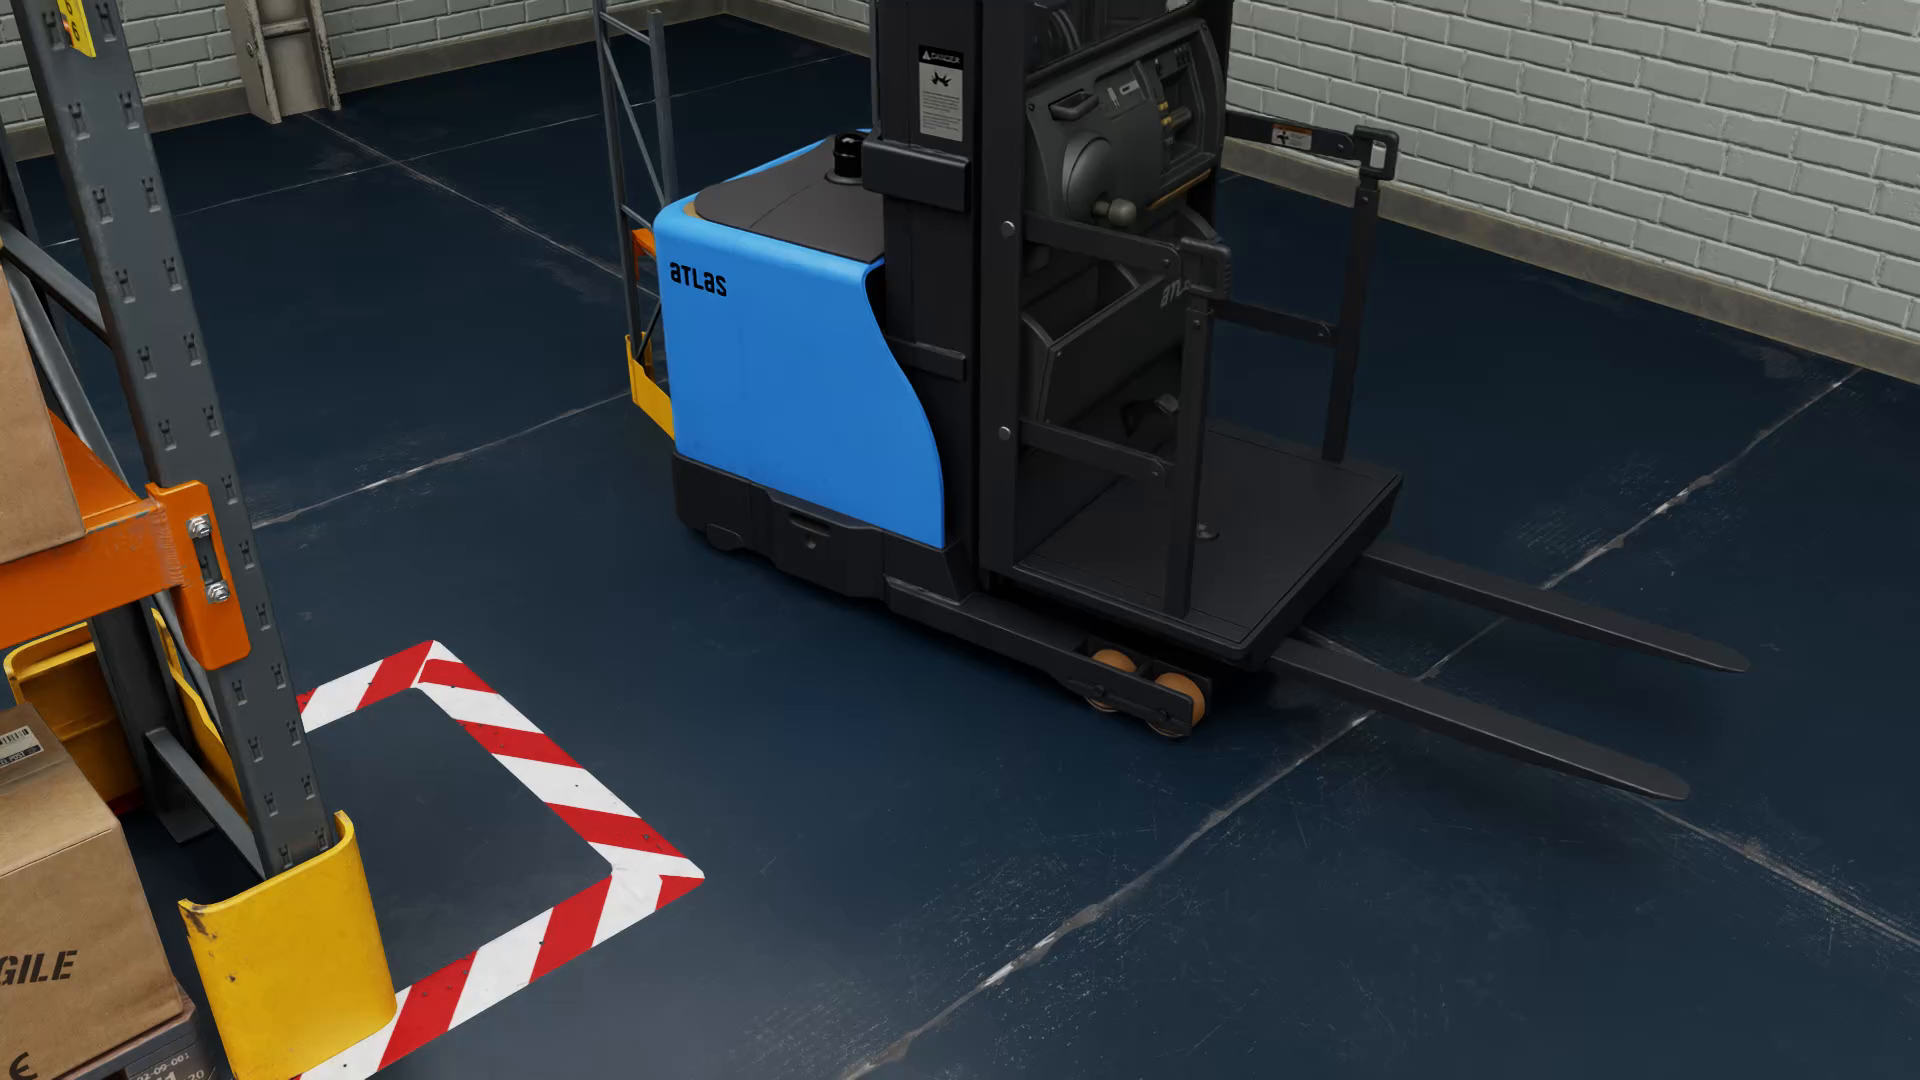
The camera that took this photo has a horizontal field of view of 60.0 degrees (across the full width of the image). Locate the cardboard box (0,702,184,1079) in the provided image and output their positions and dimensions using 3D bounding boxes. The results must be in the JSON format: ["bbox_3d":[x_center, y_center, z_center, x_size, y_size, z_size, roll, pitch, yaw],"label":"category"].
[{"bbox_3d":[-1.887,0.717,3.177,0.500,0.500,0.500,-26,40,-35],"label":"cardboard box"}]

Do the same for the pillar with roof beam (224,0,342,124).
[{"bbox_3d":[-0.707,-4.544,4.055,0.400,9.000,9.100,-26,40,-35],"label":"pillar with roof beam"}]

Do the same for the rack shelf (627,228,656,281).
[{"bbox_3d":[-0.604,-1.024,5.832,1.000,0.185,0.538,-18,36,-27],"label":"rack shelf"}]

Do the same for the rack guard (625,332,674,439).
[{"bbox_3d":[-1.016,-0.508,5.840,0.087,0.250,0.587,-18,36,-27],"label":"rack guard"}]

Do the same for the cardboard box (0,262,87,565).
[{"bbox_3d":[-1.799,-0.229,2.653,0.500,0.500,0.500,-24,39,-34],"label":"cardboard box"}]

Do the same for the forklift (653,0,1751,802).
[{"bbox_3d":[0.611,-1.046,4.151,3.031,2.935,1.130,20,36,29],"label":"forklift"}]

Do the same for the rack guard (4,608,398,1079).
[{"bbox_3d":[-1.711,0.644,3.717,0.348,0.500,1.175,-26,40,-35],"label":"rack guard"}]

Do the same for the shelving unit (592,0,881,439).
[{"bbox_3d":[-0.596,-1.180,5.743,1.083,1.500,0.587,-18,36,-27],"label":"shelving unit"}]

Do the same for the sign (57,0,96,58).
[{"bbox_3d":[-1.293,-0.859,2.366,0.005,0.325,0.100,-26,40,-35],"label":"sign"}]

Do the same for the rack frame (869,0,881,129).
[{"bbox_3d":[-0.175,-1.320,5.971,0.032,1.500,0.500,-18,36,-27],"label":"rack frame"}]

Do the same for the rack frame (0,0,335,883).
[{"bbox_3d":[-1.655,-0.449,3.109,0.127,3.000,1.000,-26,40,-35],"label":"rack frame"}]

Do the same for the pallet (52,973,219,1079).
[{"bbox_3d":[-2.295,1.051,3.330,1.213,0.211,1.003,-26,40,-35],"label":"pallet"}]

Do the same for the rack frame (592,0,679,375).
[{"bbox_3d":[-1.033,-1.035,5.505,0.032,1.500,0.500,-18,36,-27],"label":"rack frame"}]

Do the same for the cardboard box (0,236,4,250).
[{"bbox_3d":[-1.795,-0.655,2.392,0.500,0.500,0.500,-26,40,-36],"label":"cardboard box"}]

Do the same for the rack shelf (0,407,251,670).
[{"bbox_3d":[-3.122,0.567,2.137,4.000,0.370,1.077,-26,40,-35],"label":"rack shelf"}]
